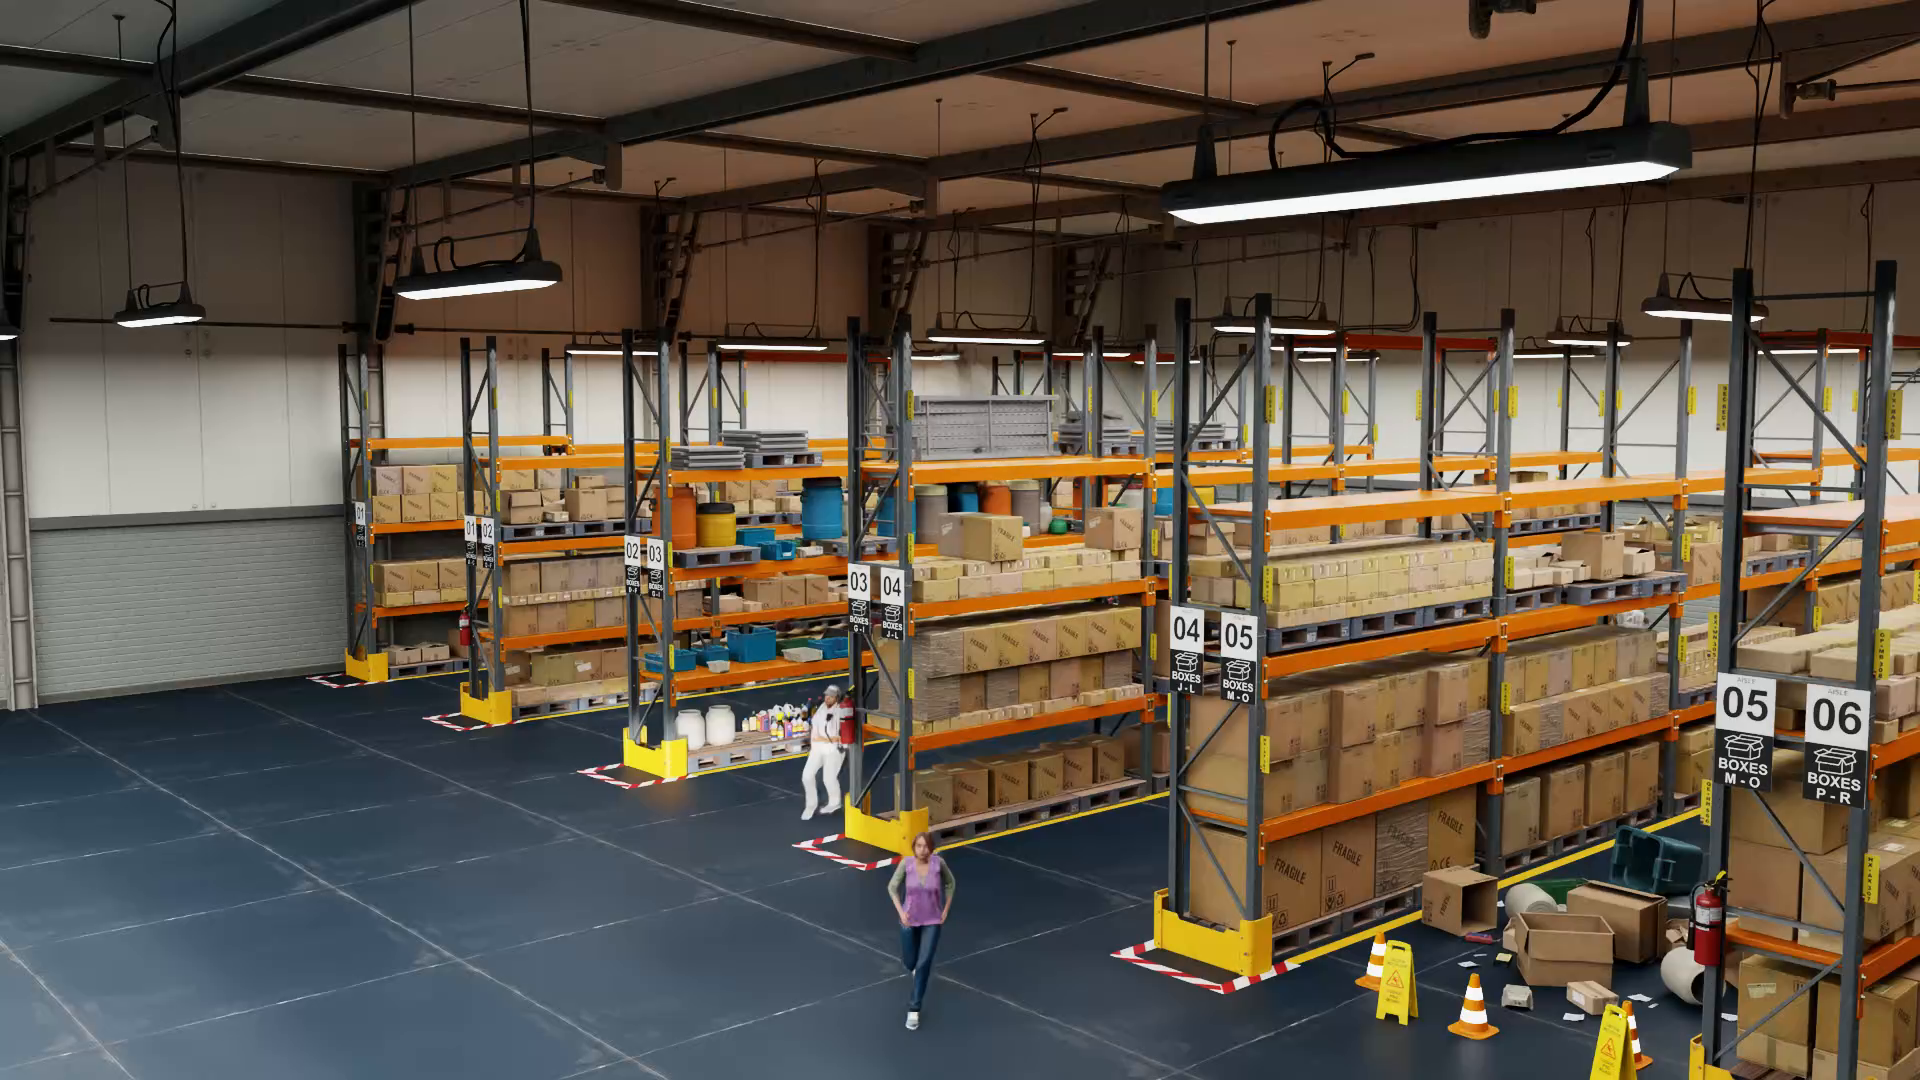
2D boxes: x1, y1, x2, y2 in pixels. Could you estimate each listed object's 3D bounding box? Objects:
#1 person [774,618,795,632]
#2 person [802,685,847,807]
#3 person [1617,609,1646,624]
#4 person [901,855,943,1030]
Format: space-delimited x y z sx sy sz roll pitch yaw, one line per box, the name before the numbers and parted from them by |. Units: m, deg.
person | -3.462 1.409 33.142 0.531 1.317 0.792 5 7 43
person | -1.573 2.495 20.054 0.587 1.535 0.570 3 6 33
person | 12.006 1.234 29.686 0.553 0.831 0.393 -3 6 -28
person | -0.311 3.269 13.802 0.349 1.370 0.751 0 5 0
